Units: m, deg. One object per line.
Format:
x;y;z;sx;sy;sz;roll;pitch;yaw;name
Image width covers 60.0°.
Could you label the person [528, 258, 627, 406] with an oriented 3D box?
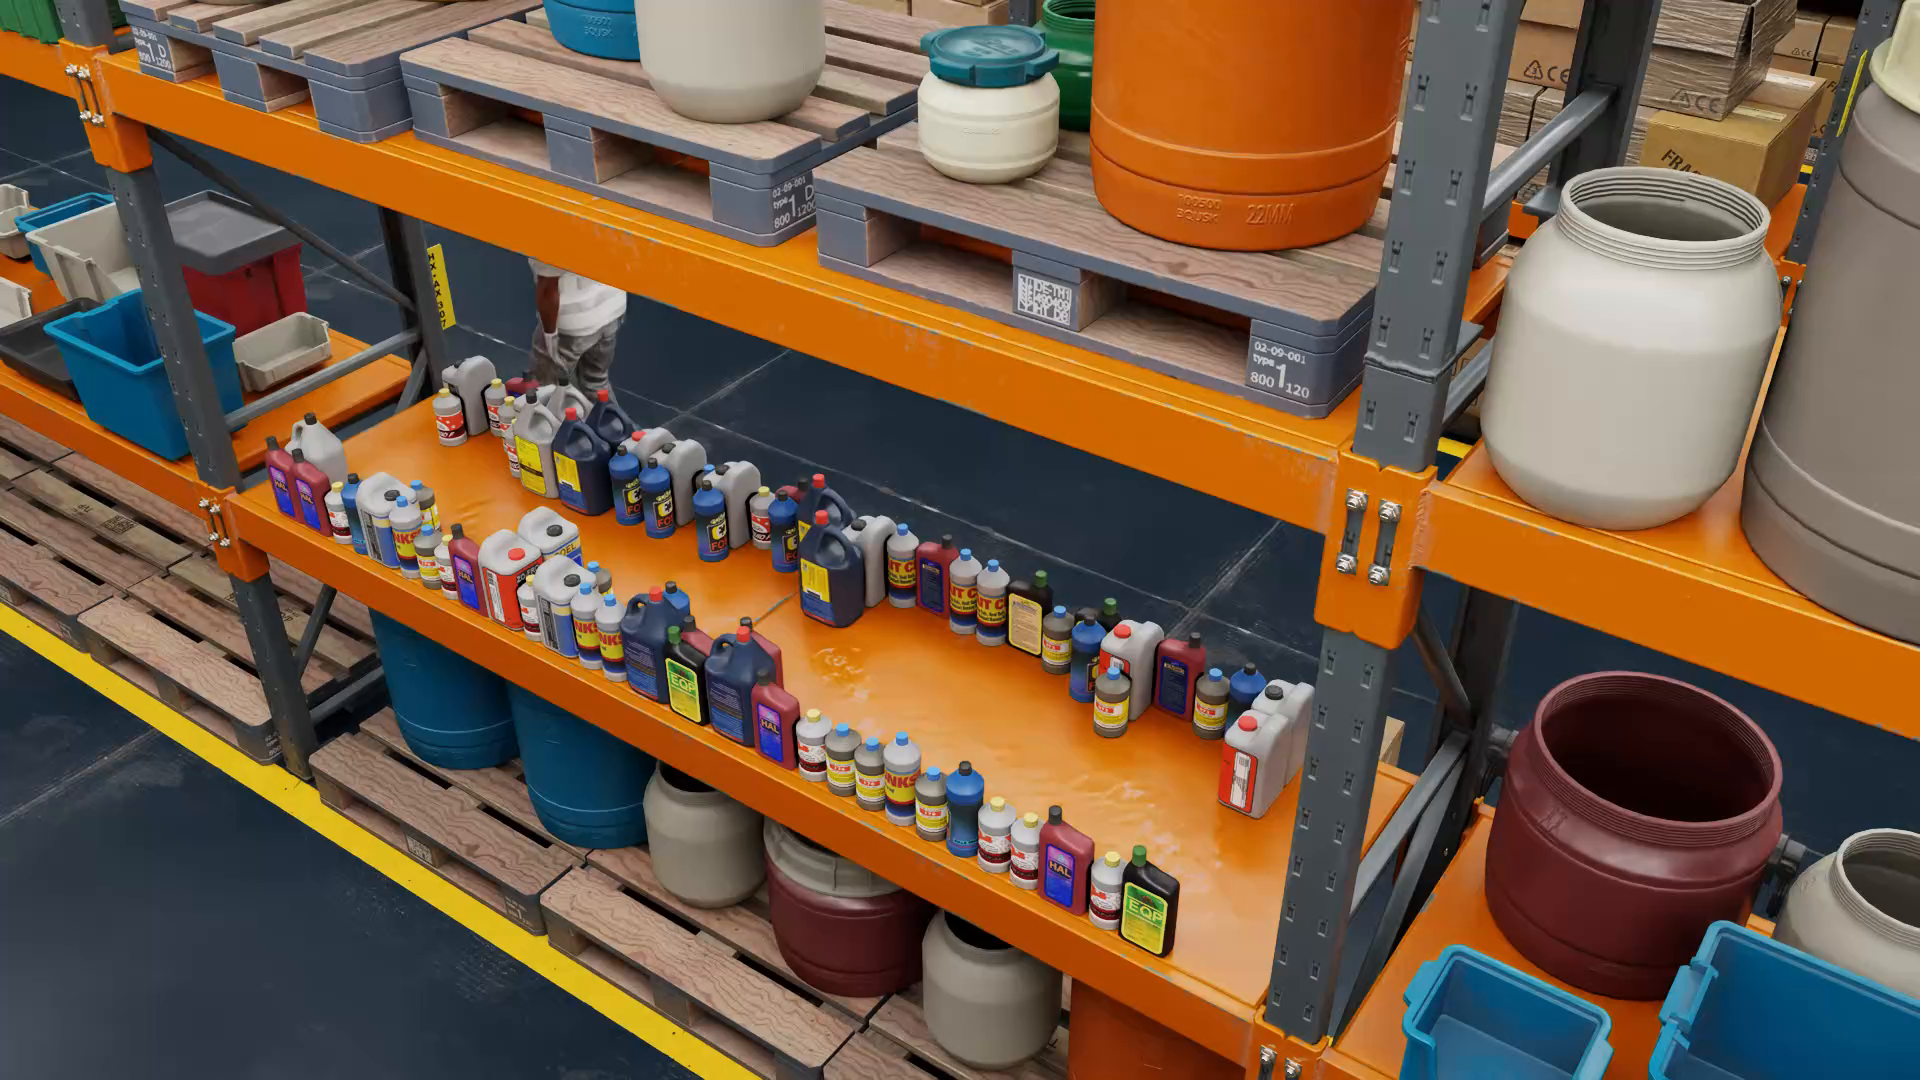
-1.710;-1.045;7.562;0.481;1.712;0.560;20;39;27;person
